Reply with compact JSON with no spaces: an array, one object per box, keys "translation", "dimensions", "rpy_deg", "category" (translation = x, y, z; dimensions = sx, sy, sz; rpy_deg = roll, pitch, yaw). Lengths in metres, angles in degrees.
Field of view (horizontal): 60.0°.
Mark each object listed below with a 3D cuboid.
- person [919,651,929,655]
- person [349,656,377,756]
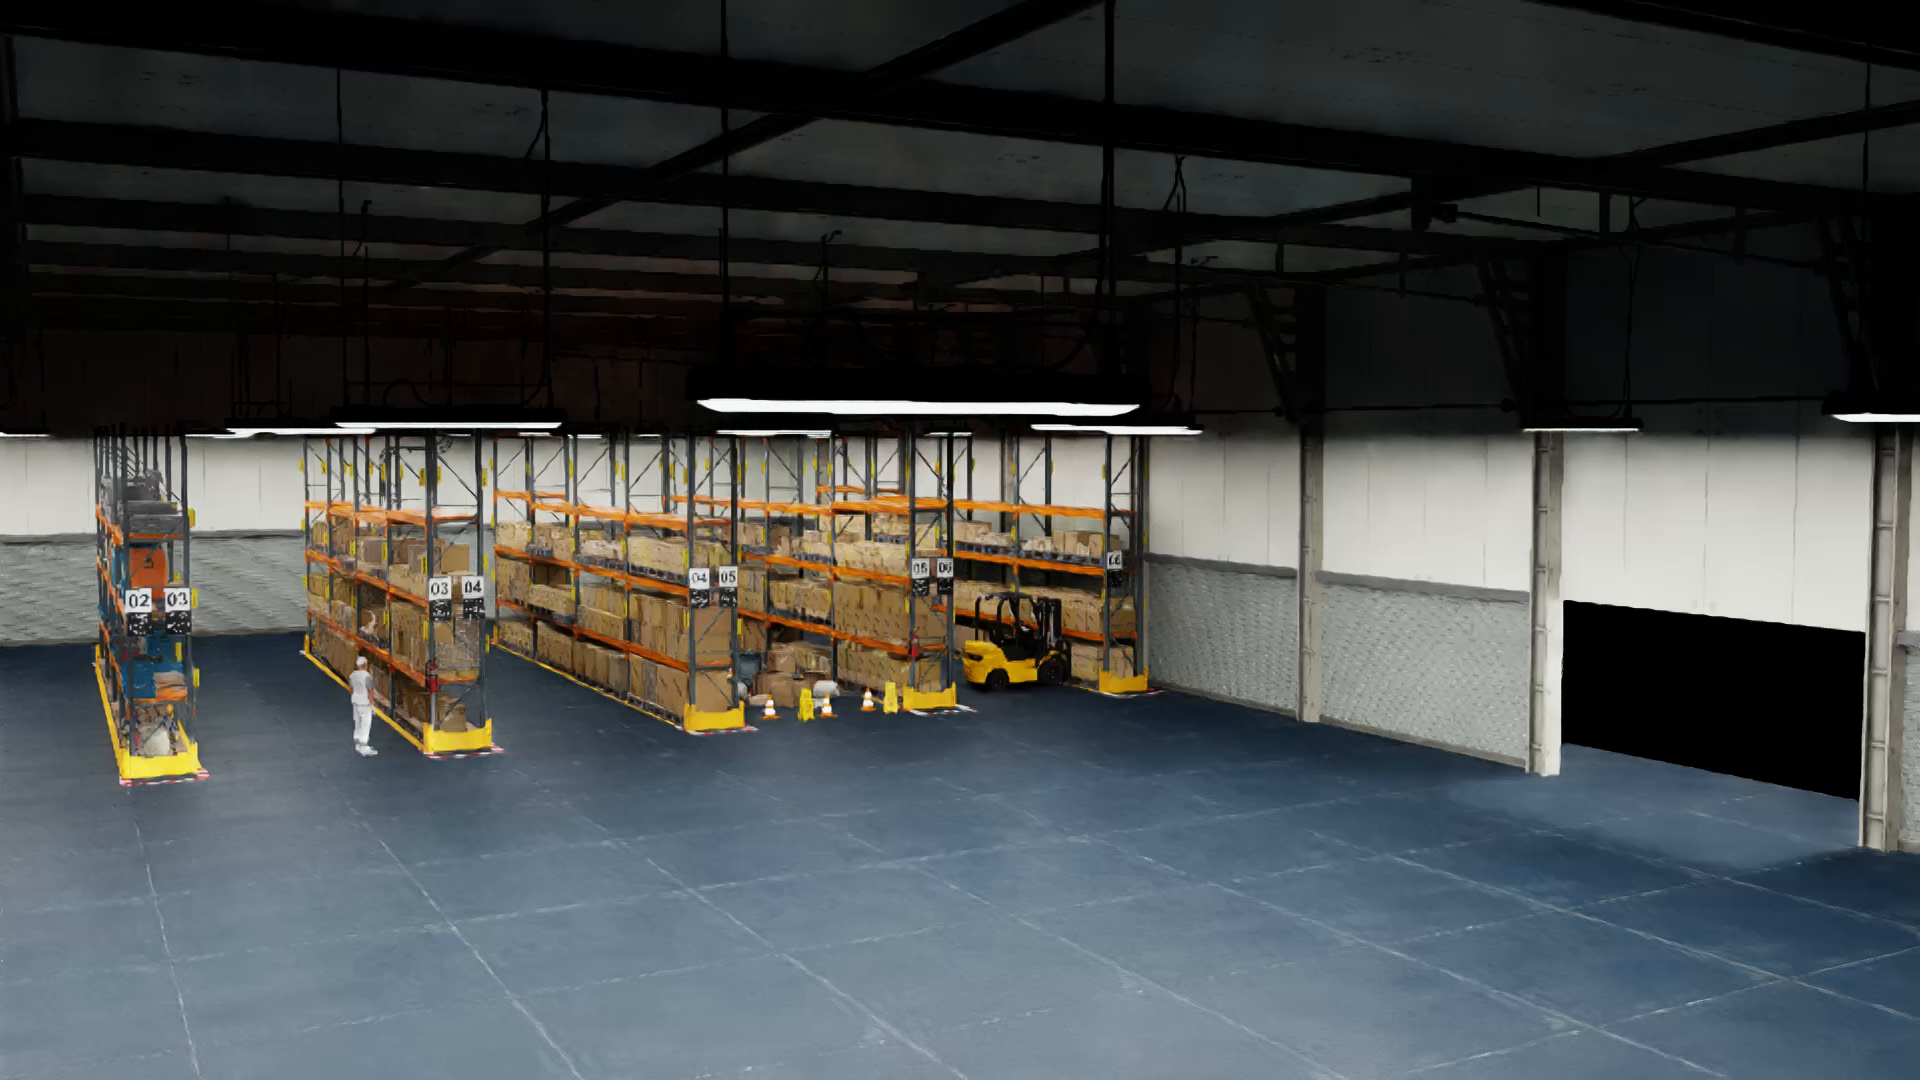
[{"translation":[-0.904,2.434,39.307],"dimensions":[0.620,1.786,0.456],"rpy_deg":[2,4,31],"category":"person"},{"translation":[-10.795,2.984,30.160],"dimensions":[0.605,1.789,0.446],"rpy_deg":[2,4,31],"category":"person"}]
